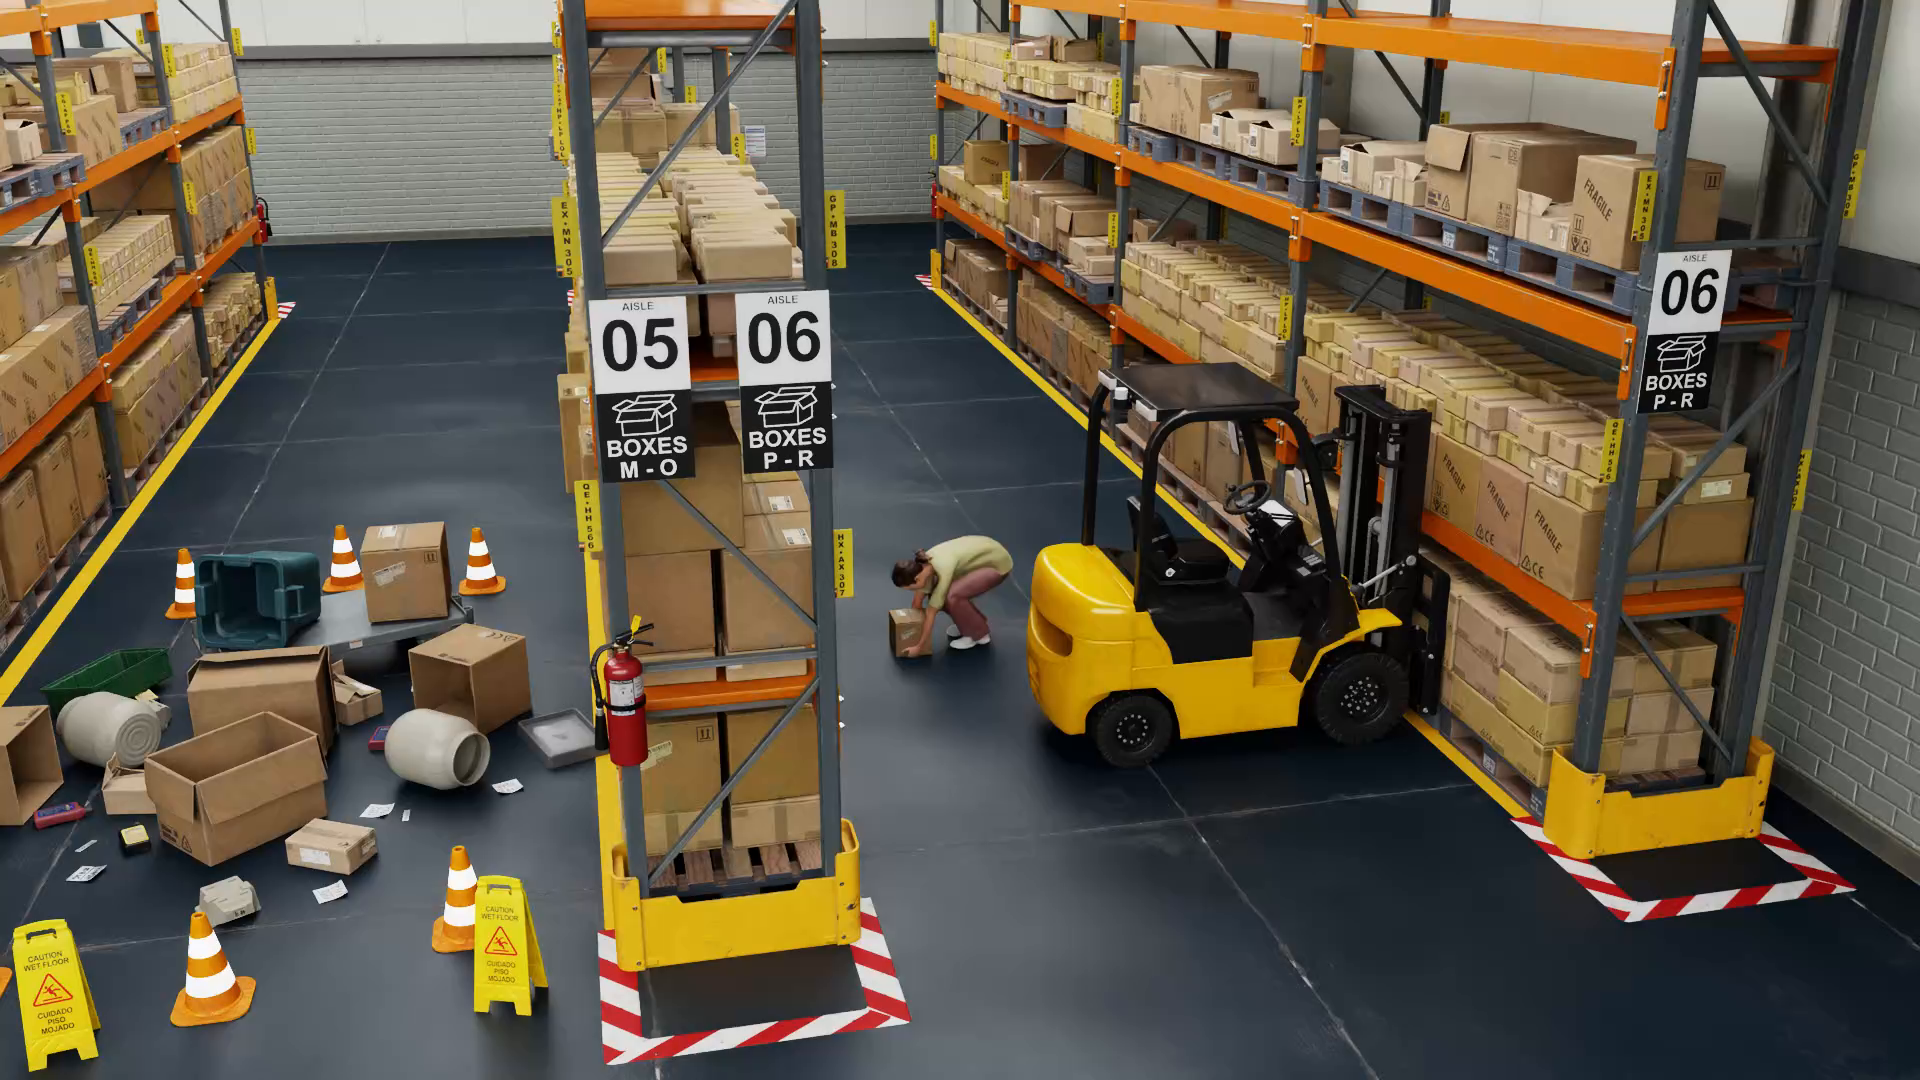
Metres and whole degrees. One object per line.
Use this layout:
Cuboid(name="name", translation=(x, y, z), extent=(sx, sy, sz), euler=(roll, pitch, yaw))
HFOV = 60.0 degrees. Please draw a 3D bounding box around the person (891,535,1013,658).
Cuboid(name="person", translation=(-0.059, 0.373, 11.443), extent=(0.866, 0.753, 0.448), euler=(-8, 21, -21))
